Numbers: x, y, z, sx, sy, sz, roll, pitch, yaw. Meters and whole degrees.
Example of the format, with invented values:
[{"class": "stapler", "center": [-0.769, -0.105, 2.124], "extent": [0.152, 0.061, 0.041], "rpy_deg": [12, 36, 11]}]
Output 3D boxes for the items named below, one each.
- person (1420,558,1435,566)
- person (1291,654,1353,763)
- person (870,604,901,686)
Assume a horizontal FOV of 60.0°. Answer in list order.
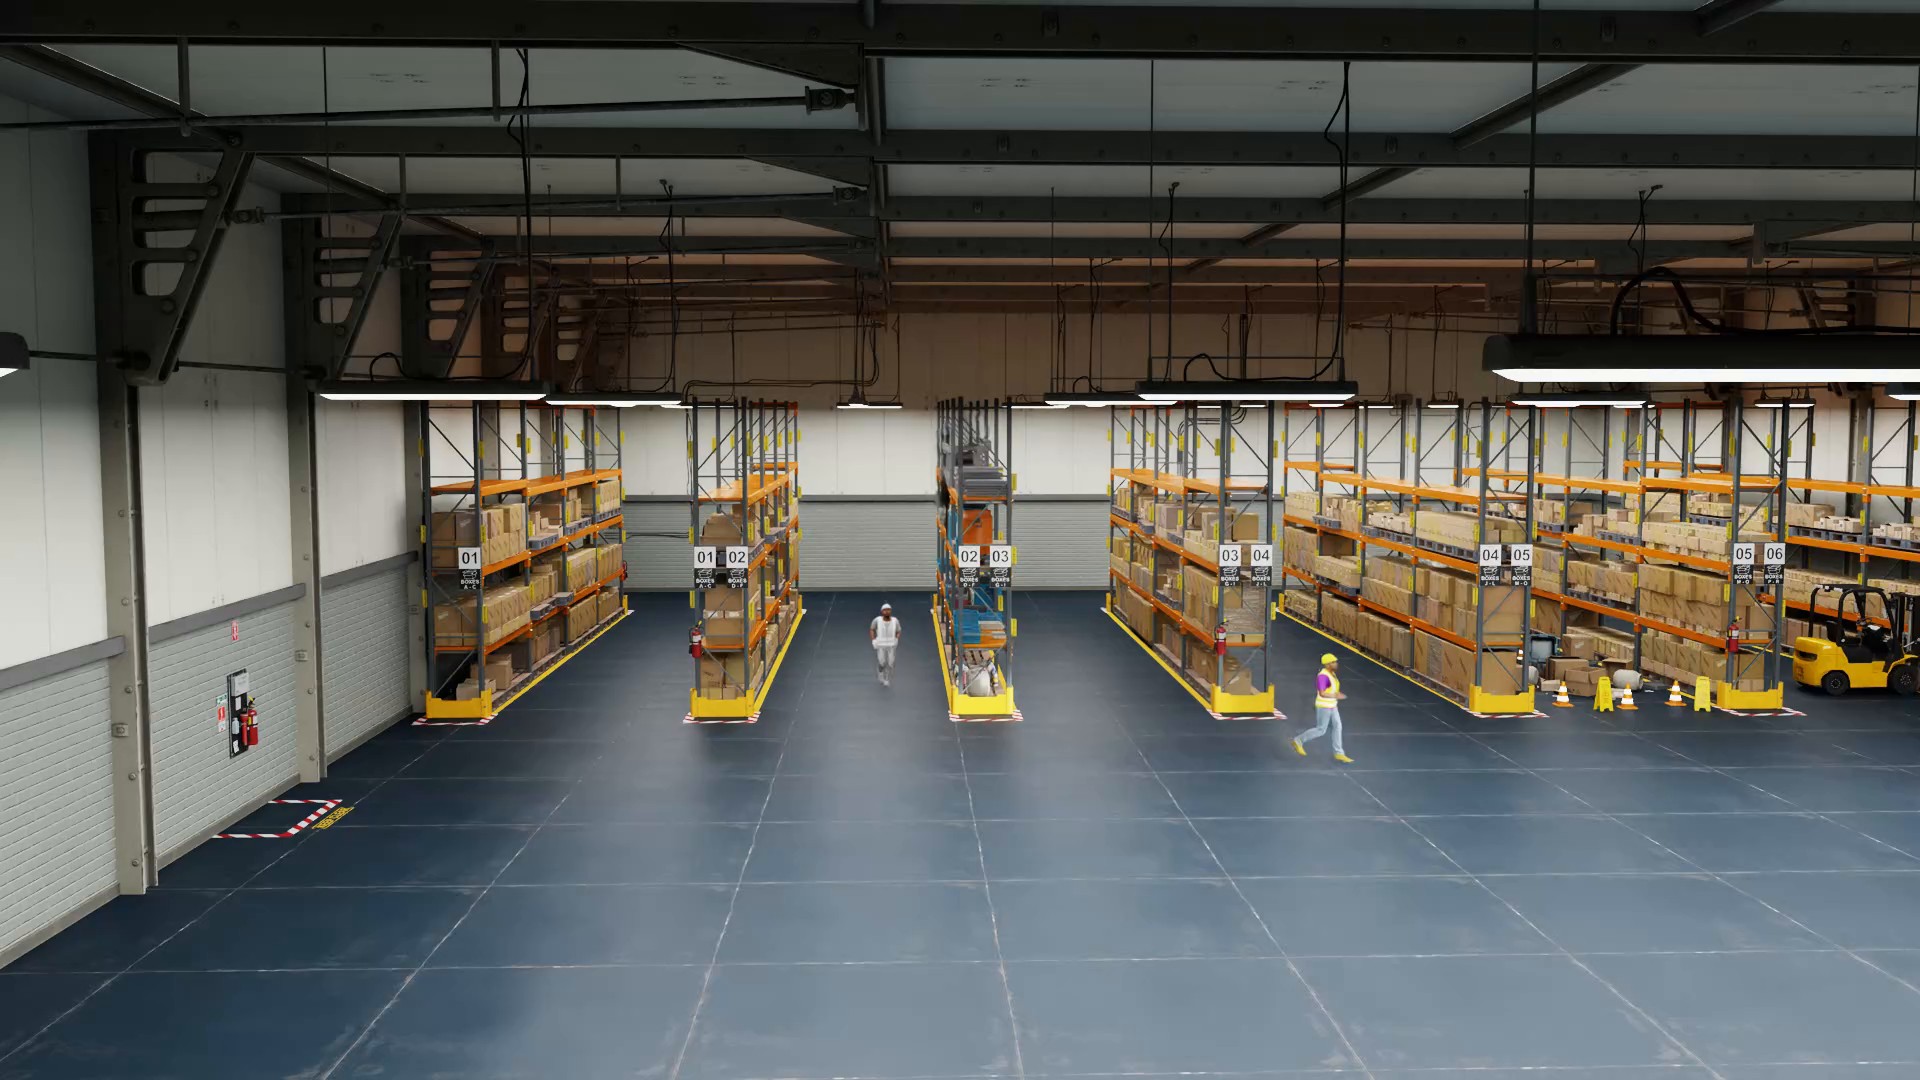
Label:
[{"class": "person", "center": [13.785, 1.064, 49.318], "extent": [0.930, 1.695, 0.653], "rpy_deg": [0, 4, 5]}, {"class": "person", "center": [5.959, 2.738, 27.233], "extent": [0.975, 1.771, 0.710], "rpy_deg": [2, 5, 27]}, {"class": "person", "center": [-1.510, 2.175, 34.237], "extent": [0.631, 1.713, 0.600], "rpy_deg": [-1, 5, -12]}]
